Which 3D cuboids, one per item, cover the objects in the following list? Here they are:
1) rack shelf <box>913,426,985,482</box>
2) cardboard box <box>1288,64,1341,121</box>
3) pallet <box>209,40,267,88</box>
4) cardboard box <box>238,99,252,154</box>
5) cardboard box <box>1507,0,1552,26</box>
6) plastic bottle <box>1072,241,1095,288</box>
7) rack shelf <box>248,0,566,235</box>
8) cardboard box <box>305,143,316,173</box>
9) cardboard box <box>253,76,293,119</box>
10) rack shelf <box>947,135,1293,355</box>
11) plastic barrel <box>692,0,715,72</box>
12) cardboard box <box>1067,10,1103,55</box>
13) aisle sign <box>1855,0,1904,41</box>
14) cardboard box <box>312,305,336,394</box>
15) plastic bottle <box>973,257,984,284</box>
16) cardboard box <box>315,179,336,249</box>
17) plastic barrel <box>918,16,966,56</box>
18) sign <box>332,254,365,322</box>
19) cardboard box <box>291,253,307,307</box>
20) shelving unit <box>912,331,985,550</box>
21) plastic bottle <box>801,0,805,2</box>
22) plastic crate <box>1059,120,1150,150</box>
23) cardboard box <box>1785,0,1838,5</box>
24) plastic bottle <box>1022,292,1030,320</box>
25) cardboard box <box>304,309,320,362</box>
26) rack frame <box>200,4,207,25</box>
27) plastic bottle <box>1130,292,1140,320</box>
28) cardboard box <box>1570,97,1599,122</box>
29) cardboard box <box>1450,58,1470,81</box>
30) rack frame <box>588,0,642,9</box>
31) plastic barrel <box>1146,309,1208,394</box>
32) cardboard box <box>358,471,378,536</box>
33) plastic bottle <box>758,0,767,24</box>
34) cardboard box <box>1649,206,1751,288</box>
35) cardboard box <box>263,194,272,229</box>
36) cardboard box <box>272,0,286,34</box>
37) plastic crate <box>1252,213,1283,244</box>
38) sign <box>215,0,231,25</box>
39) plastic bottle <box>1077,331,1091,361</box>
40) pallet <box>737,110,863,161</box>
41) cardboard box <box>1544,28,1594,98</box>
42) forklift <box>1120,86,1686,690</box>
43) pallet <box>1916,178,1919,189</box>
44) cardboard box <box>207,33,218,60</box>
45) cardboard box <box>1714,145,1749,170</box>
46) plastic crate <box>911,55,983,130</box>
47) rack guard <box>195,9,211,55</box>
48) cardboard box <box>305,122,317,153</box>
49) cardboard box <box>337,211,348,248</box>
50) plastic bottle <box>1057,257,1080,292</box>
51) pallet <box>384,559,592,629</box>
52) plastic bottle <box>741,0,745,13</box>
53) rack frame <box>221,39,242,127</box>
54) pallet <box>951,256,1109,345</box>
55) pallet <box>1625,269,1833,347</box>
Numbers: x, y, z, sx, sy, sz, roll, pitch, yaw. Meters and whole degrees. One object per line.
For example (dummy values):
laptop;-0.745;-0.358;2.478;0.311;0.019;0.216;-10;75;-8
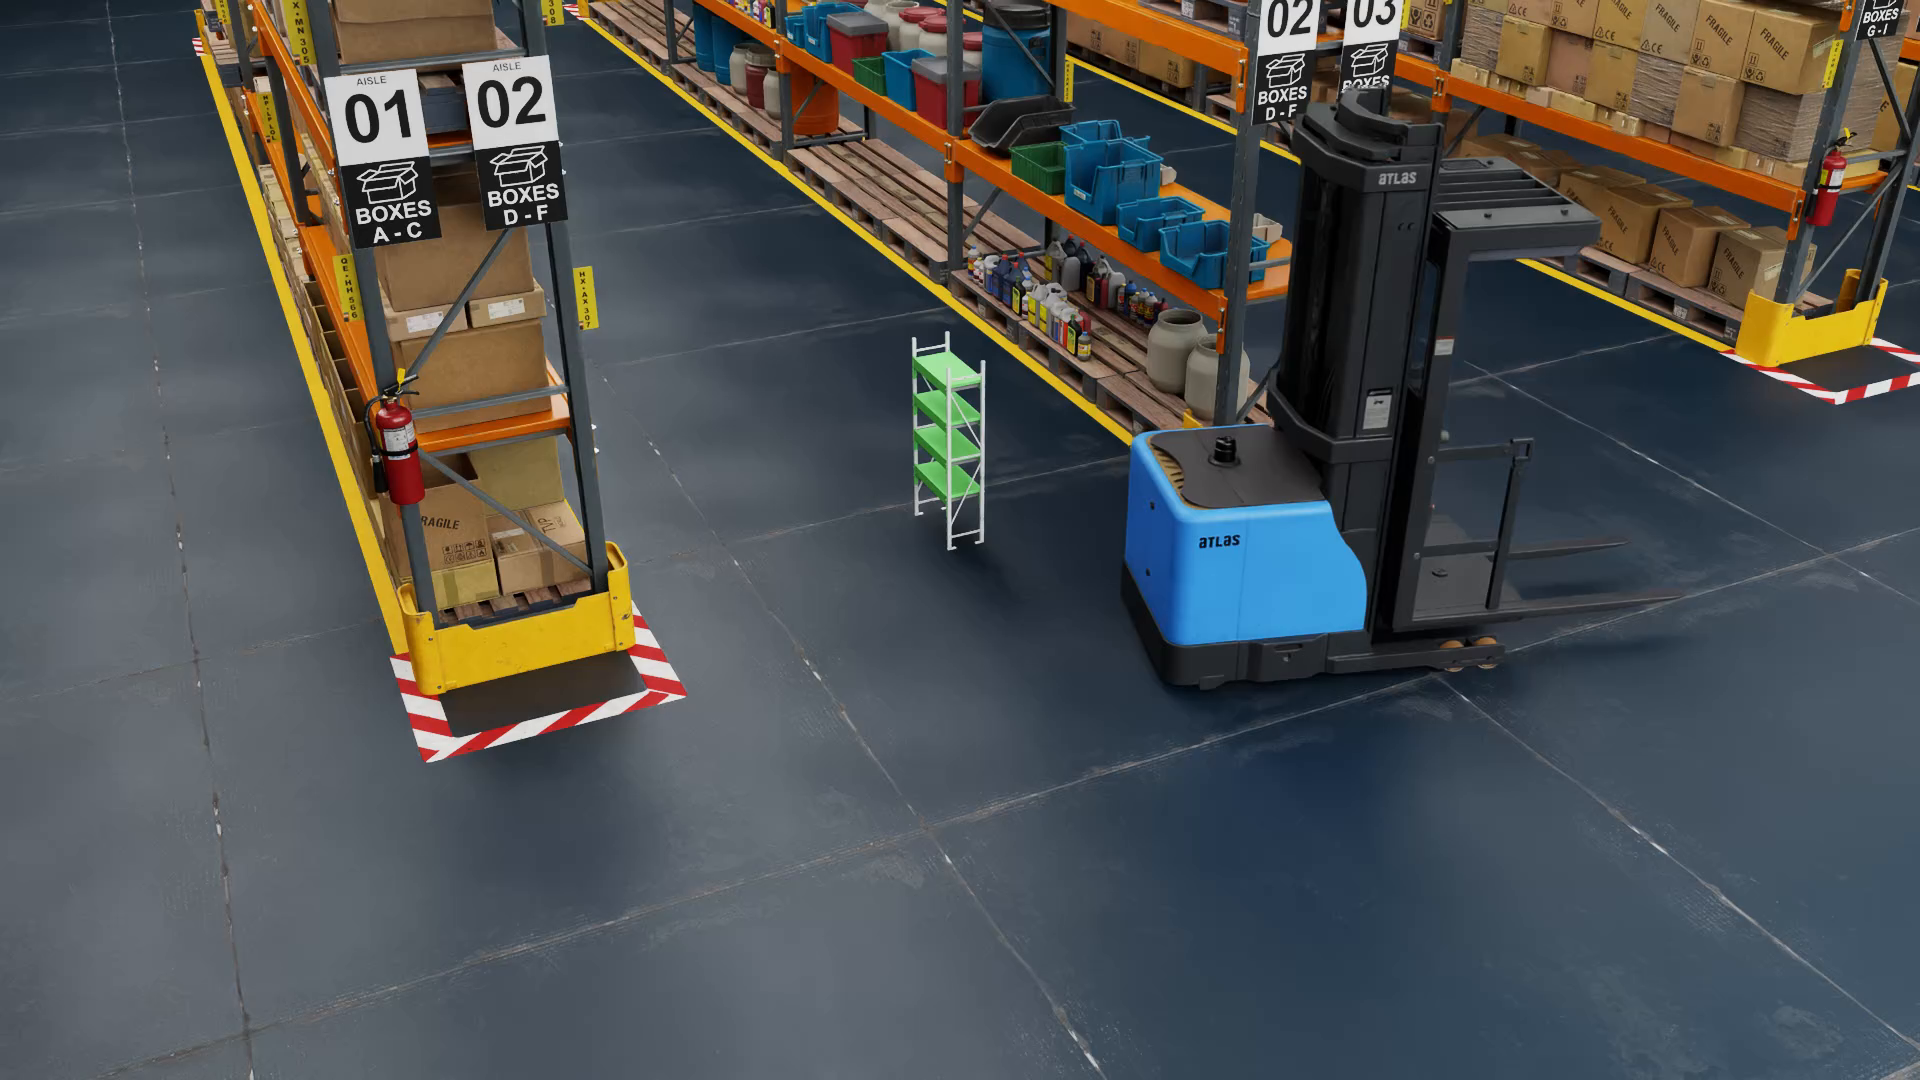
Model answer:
rack shelf;-0.071;-0.541;10.091;0.258;0.148;0.480;-13;32;-22
cardboard box;3.684;-4.867;17.942;0.700;0.500;0.500;-16;33;-26
pallet;-6.175;-4.422;15.239;1.213;0.211;1.003;-13;32;-22
cardboard box;-6.887;-4.146;16.655;0.500;0.500;0.500;-14;32;-24
cardboard box;5.025;-4.669;14.055;0.500;0.500;0.500;-13;32;-22
plastic bottle;0.991;-2.220;13.374;0.144;0.351;0.185;-15;32;-24
rack shelf;-3.245;-2.565;9.400;1.077;0.370;4.000;-13;32;-22
cardboard box;-4.055;-2.511;10.868;0.380;0.149;0.250;-13;32;-21
cardboard box;-5.611;-3.747;13.929;0.500;0.311;0.500;-13;32;-23
rack shelf;1.231;-2.295;11.985;1.077;0.370;4.000;-13;32;-22
plastic barrel;-2.844;-6.051;19.662;0.600;0.901;0.708;-13;32;-22
cardboard box;2.088;-6.650;20.758;1.225;0.875;0.875;-14;32;-24
aisle sign;6.318;-3.809;11.291;0.394;0.787;0.004;-13;32;-22
cardboard box;-3.965;-1.275;11.046;0.500;0.500;0.500;-13;32;-22
plastic bottle;0.157;-2.186;13.466;0.097;0.201;0.097;0;29;0
cardboard box;-3.907;-2.303;11.161;0.700;0.500;0.500;-14;32;-23
plastic barrel;-0.155;-4.345;14.765;0.433;0.535;0.433;0;29;0
sign;-2.882;-1.188;7.848;0.100;0.325;0.005;-13;32;-22
cardboard box;-4.765;-2.030;12.585;0.500;0.311;0.500;-12;32;-21
shelving unit;-0.071;-0.596;10.060;0.258;1.200;0.503;-13;32;-22
plastic bottle;-1.661;-5.928;17.859;0.097;0.271;0.097;0;29;0
plastic crate;1.092;-2.996;12.651;0.499;0.251;0.616;-13;32;-22
cardboard box;6.364;-3.898;12.678;0.500;0.500;0.500;-13;32;-22
plastic bottle;0.525;-1.807;12.790;0.097;0.201;0.097;0;29;0
cardboard box;-4.543;-1.560;12.321;0.500;0.250;0.500;-13;32;-22
rack frame;-9.255;-7.755;20.986;1.000;3.000;0.127;-13;32;-22
plastic bottle;1.360;-1.803;12.782;0.097;0.201;0.097;0;29;0
cardboard box;5.322;-3.605;13.842;0.380;0.149;0.250;-13;32;-22
cardboard box;4.666;-4.265;15.019;0.380;0.149;0.250;-13;32;-22
rack frame;-4.779;-8.794;22.838;1.000;3.000;0.127;-13;32;-22
plastic barrel;1.523;-1.320;11.624;0.421;0.512;0.421;0;29;0
cardboard box;-3.325;-0.285;10.046;0.500;0.250;0.500;-13;32;-22
plastic bottle;-2.003;-5.400;16.905;0.061;0.283;0.133;-13;32;-22
cardboard box;6.022;-2.395;13.553;0.500;0.500;0.500;-5;30;-9
cardboard box;-5.861;-2.912;14.731;0.500;0.250;0.500;-13;32;-22
cardboard box;-3.357;-2.900;8.779;0.500;0.311;0.500;-9;31;-16
plastic crate;1.996;-2.074;11.124;0.298;0.136;0.250;-13;32;-22
sign;-6.306;-4.574;14.209;0.100;0.325;0.005;-13;32;-22
plastic bottle;0.905;-1.416;12.093;0.097;0.201;0.097;0;29;0
pallet;-1.721;-4.383;17.823;1.003;0.211;1.213;-13;32;-22
cardboard box;5.471;-4.066;14.001;0.875;0.500;0.500;-13;32;-22
forklift;2.484;-0.819;8.686;3.031;2.935;1.130;-5;30;-8
pallet;10.152;-3.421;16.108;1.003;0.211;1.213;-13;32;-22
cardboard box;-8.848;-6.006;20.229;0.500;0.250;0.500;-13;32;-22
cardboard box;5.993;-2.949;12.672;0.380;0.149;0.250;-13;32;-22
plastic crate;-0.112;-3.670;13.636;0.402;0.464;0.583;-13;32;-22
rack guard;-9.222;-6.631;21.538;1.175;0.500;0.348;-13;32;-22
cardboard box;-3.907;-2.869;10.844;0.700;0.500;0.500;-13;32;-22
cardboard box;-3.390;-1.827;9.649;0.380;0.149;0.250;-14;32;-23
plastic bottle;0.868;-2.146;13.317;0.152;0.276;0.135;-13;32;-22
pallet;-2.752;0.200;9.651;1.003;0.211;1.213;-13;32;-22
plastic bottle;-2.245;-5.634;17.406;0.097;0.201;0.097;0;29;0
rack frame;-7.538;-5.988;17.835;1.000;3.000;0.127;-13;32;-22
pallet;0.623;-1.971;13.522;1.003;0.211;1.213;-13;32;-22
pallet;6.213;-1.949;13.483;1.003;0.211;1.213;-13;32;-22
